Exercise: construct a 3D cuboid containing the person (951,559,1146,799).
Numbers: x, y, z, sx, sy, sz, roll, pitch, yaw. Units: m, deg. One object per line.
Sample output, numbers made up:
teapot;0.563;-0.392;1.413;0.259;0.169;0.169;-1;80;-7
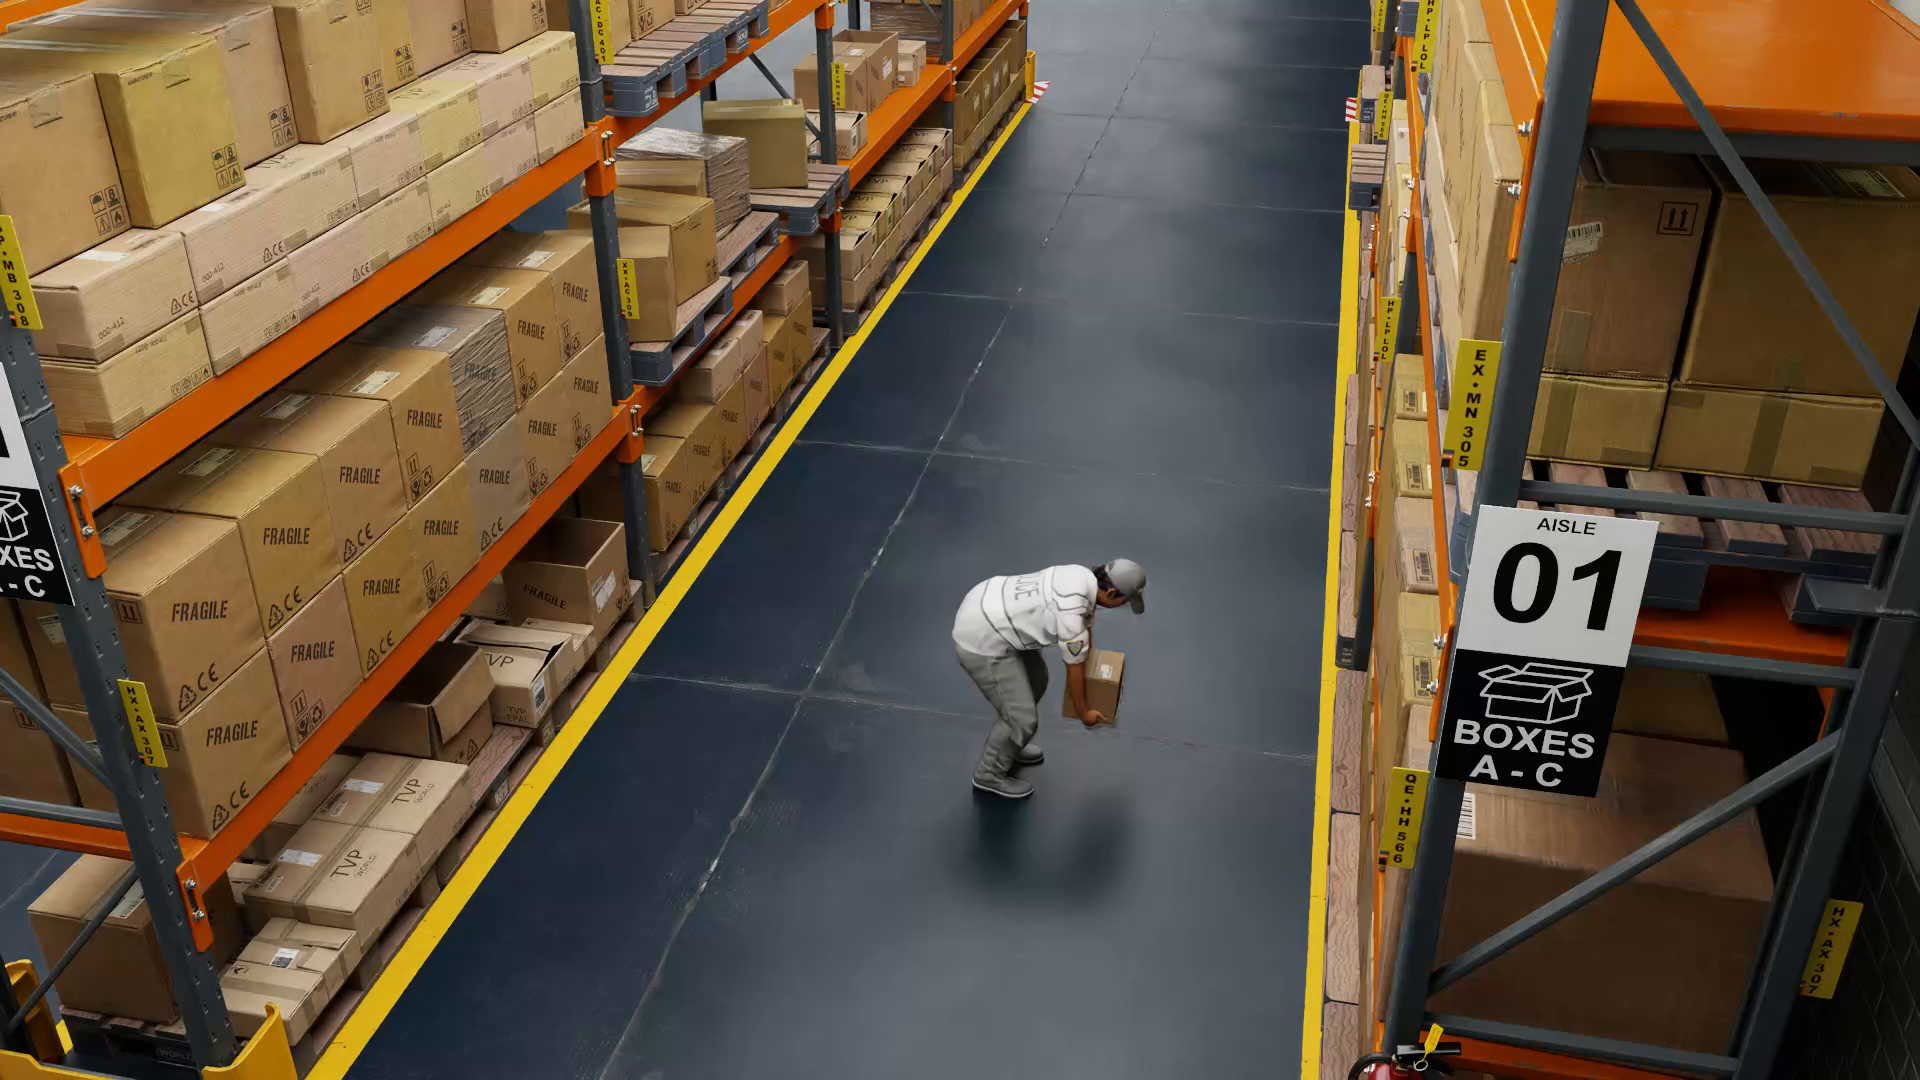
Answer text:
person;0.411;0.624;7.910;0.892;1.256;0.475;5;29;9
